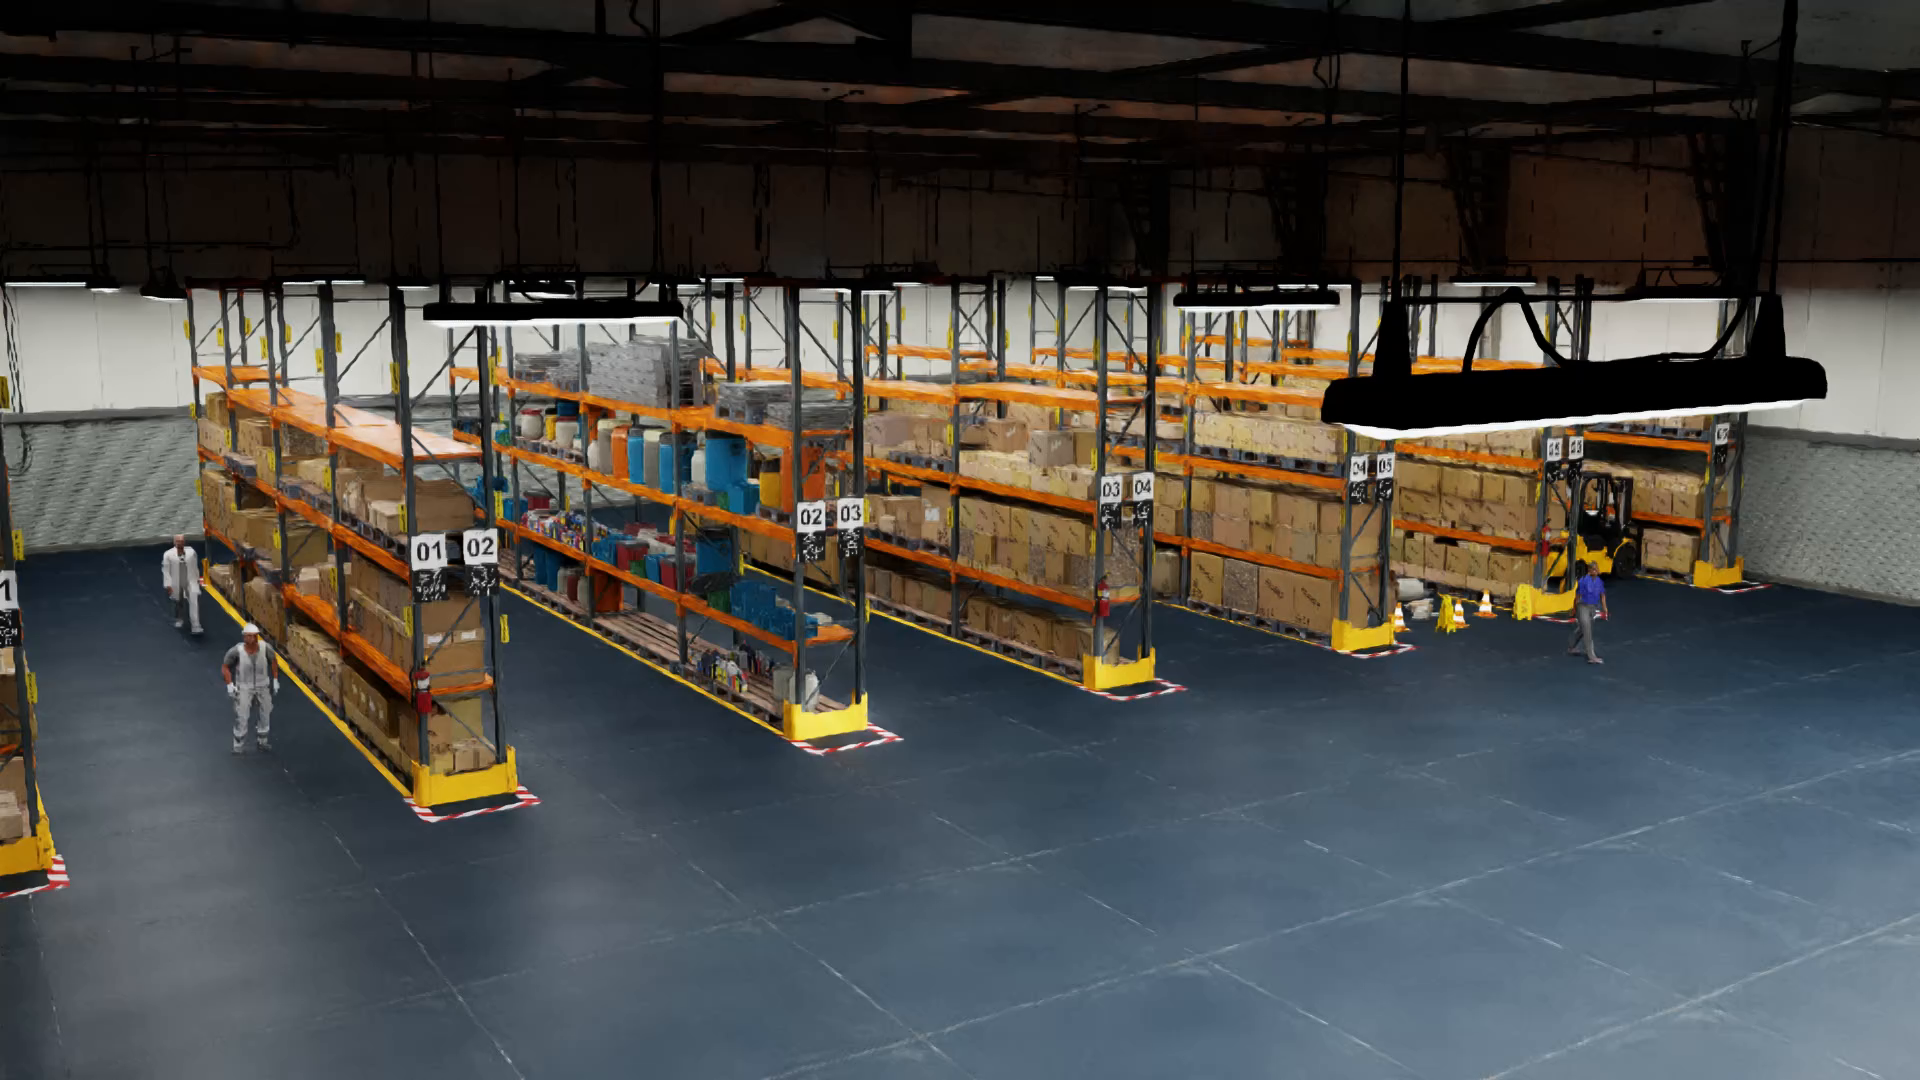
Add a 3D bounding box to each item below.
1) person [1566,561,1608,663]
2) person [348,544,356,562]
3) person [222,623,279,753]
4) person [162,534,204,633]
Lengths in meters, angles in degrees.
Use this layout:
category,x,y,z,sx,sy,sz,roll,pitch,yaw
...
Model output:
category,x,y,z,sx,sy,sz,roll,pitch,yaw
person,10.043,1.119,26.532,0.441,1.574,1.000,-4,10,-23
person,-11.148,0.459,30.633,0.417,1.517,1.037,-6,11,-30
person,-9.150,1.907,21.497,0.677,1.741,0.552,-6,11,-34
person,-13.315,0.726,28.475,0.598,1.698,1.194,-5,11,-30
